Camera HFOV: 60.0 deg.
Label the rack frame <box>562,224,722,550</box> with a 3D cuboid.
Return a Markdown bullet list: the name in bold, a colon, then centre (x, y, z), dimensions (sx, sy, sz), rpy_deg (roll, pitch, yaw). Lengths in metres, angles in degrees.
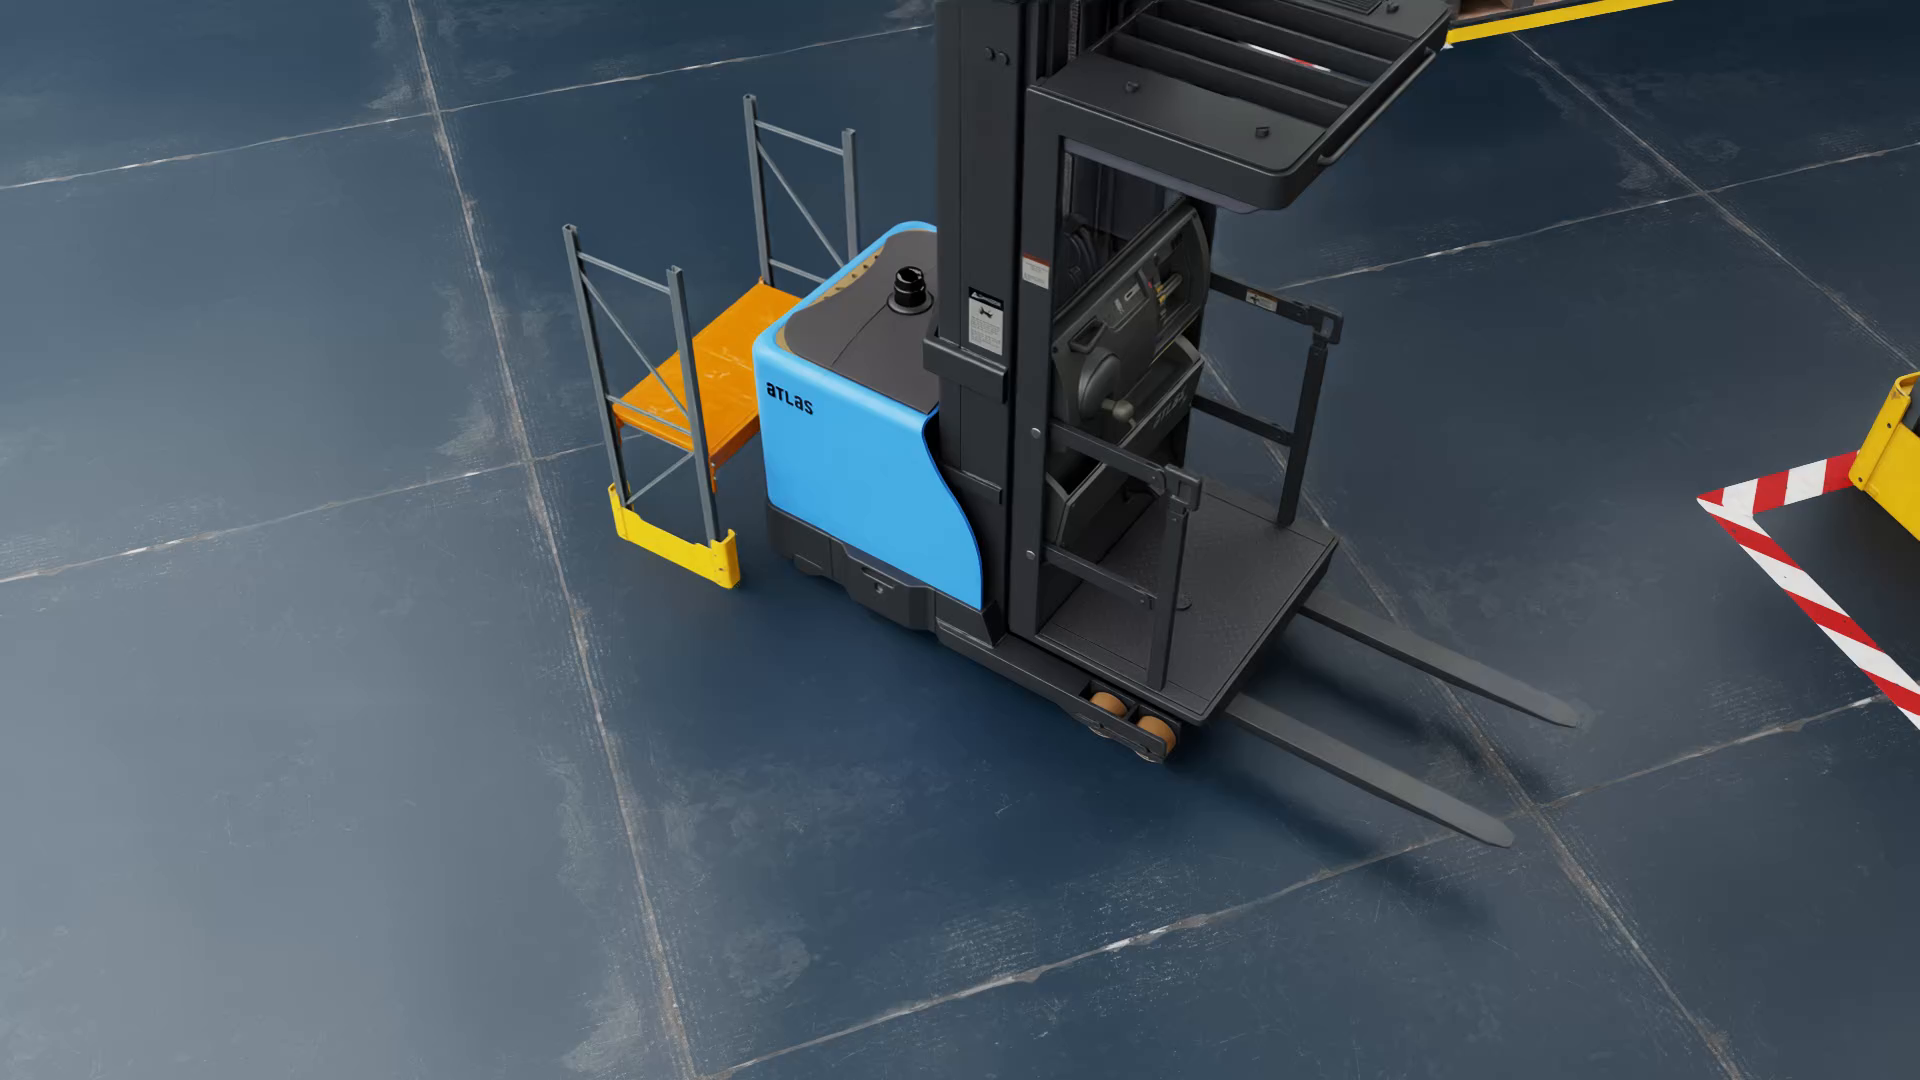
- **rack frame**: centre (-1.143, -0.456, 6.145), dimensions (0.500, 1.500, 0.032), rpy_deg (24, 50, 22)

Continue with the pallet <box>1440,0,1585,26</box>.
- **pallet**: centre (3.158, -3.537, 10.126), dimensions (1.213, 0.211, 1.003), rpy_deg (-14, 47, -14)

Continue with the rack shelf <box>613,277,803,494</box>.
- **rack shelf**: centre (-0.873, -0.634, 6.576), dimensions (0.538, 0.185, 1.000), rpy_deg (24, 50, 22)

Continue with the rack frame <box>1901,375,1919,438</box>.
- **rack frame**: centre (4.018, -0.981, 5.609), dimensions (0.127, 3.000, 1.000), rpy_deg (-14, 47, -14)

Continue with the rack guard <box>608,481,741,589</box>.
- **rack guard**: centre (-1.132, -0.026, 6.599), dimensions (0.587, 0.250, 0.087), rpy_deg (24, 50, 22)

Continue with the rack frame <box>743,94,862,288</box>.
- **rack frame**: centre (-0.603, -1.066, 6.753), dimensions (0.500, 1.500, 0.032), rpy_deg (24, 50, 22)

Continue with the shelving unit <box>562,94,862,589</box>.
- **shelving unit**: centre (-0.869, -0.766, 6.454), dimensions (0.587, 1.500, 1.083), rpy_deg (24, 50, 22)

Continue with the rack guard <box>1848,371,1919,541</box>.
- **rack guard**: centre (4.090, -0.116, 6.513), dimensions (0.348, 0.500, 1.175), rpy_deg (-14, 47, -14)

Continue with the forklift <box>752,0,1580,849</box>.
- **forklift**: centre (0.738, -0.674, 5.352), dimensions (3.031, 2.935, 1.130), rpy_deg (26, 51, 24)
